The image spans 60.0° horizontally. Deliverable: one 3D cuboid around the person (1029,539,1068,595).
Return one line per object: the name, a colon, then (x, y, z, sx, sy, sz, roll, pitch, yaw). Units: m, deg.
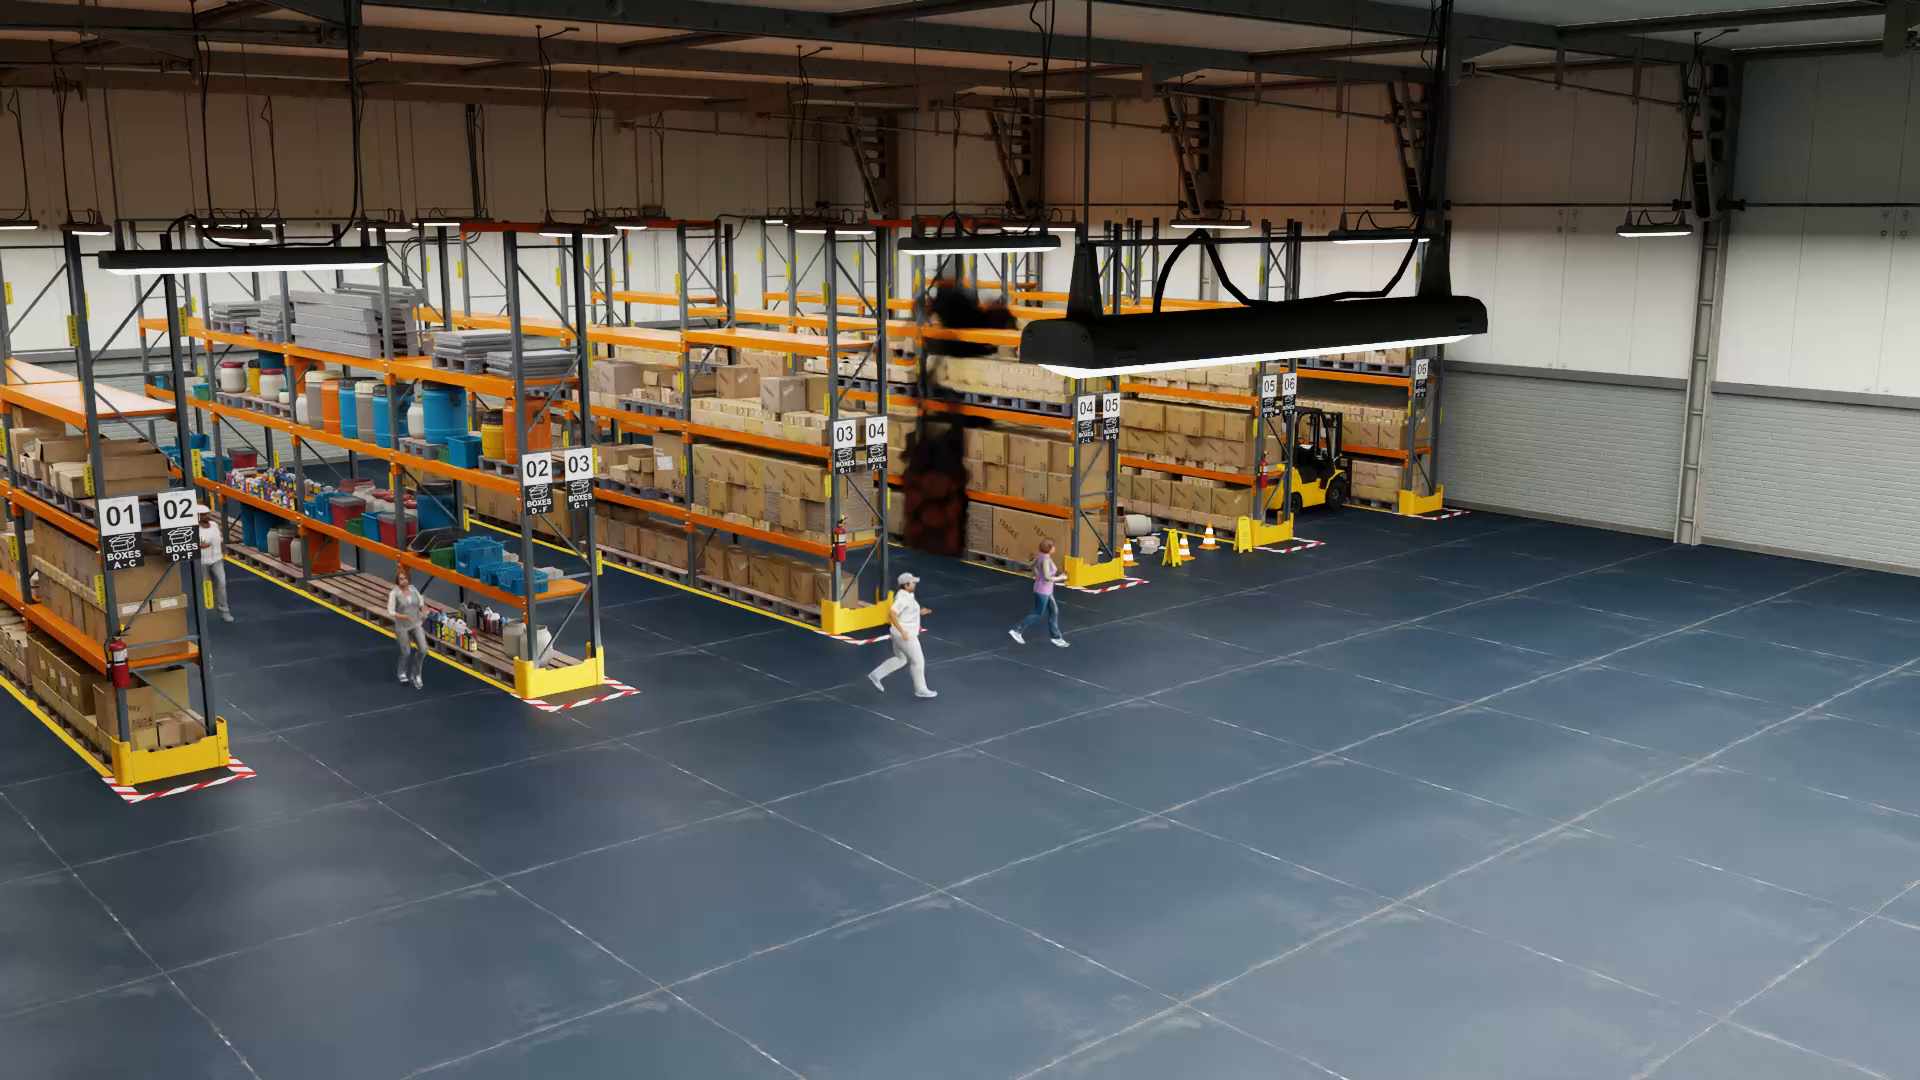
person: (1.283, 0.373, 23.925, 0.537, 0.794, 0.551, 0, 11, -2)

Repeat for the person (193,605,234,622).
person: (-11.537, 1.067, 25.691, 0.887, 0.309, 0.256, 9, 15, 38)

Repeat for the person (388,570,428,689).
person: (-7.310, 1.180, 22.074, 0.547, 1.595, 0.674, -9, 14, -37)

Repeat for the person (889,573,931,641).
person: (-0.653, 0.833, 21.437, 0.585, 0.843, 0.607, -2, 12, -9)
